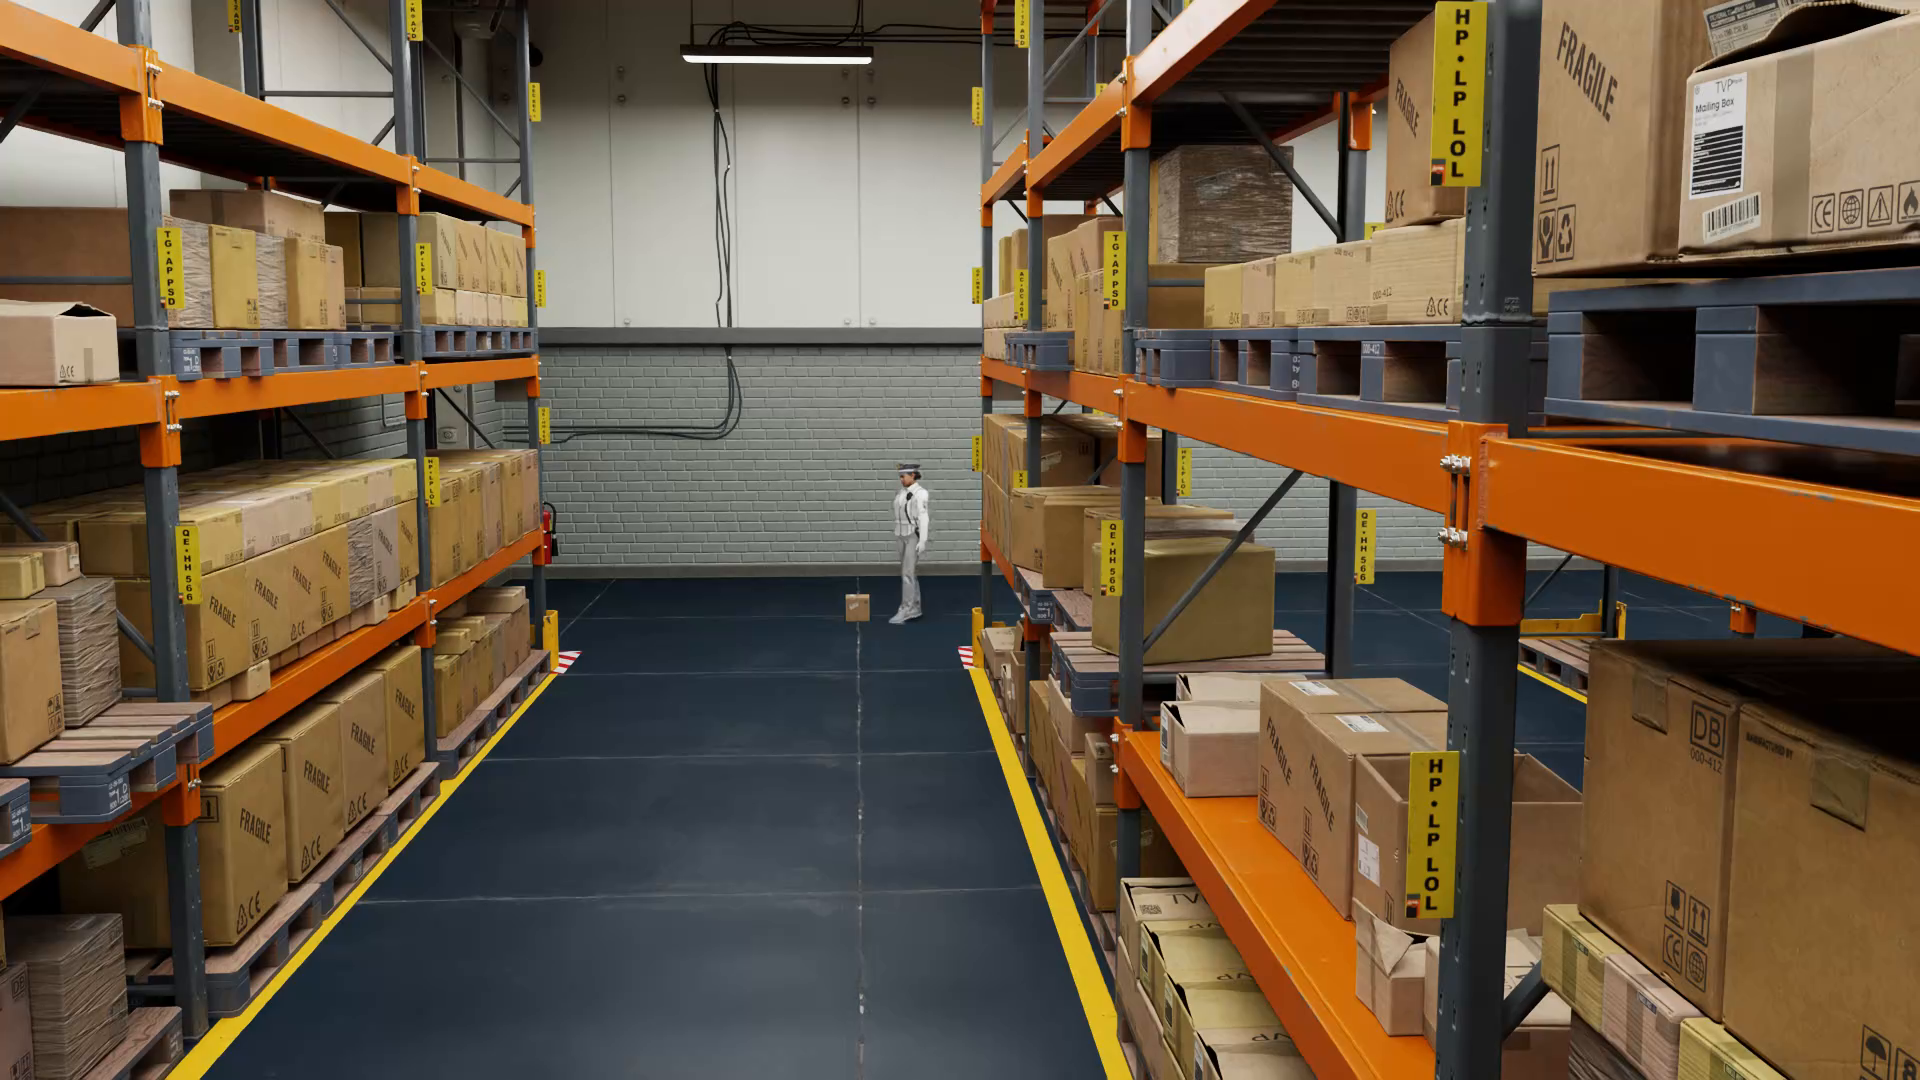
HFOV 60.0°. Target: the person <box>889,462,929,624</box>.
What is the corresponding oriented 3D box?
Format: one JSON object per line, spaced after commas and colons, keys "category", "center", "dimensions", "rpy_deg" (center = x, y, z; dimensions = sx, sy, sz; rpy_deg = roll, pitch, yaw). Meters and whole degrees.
{"category": "person", "center": [-0.615, 0.014, 17.571], "dimensions": [0.580, 1.662, 0.512], "rpy_deg": [-5, 9, -37]}
